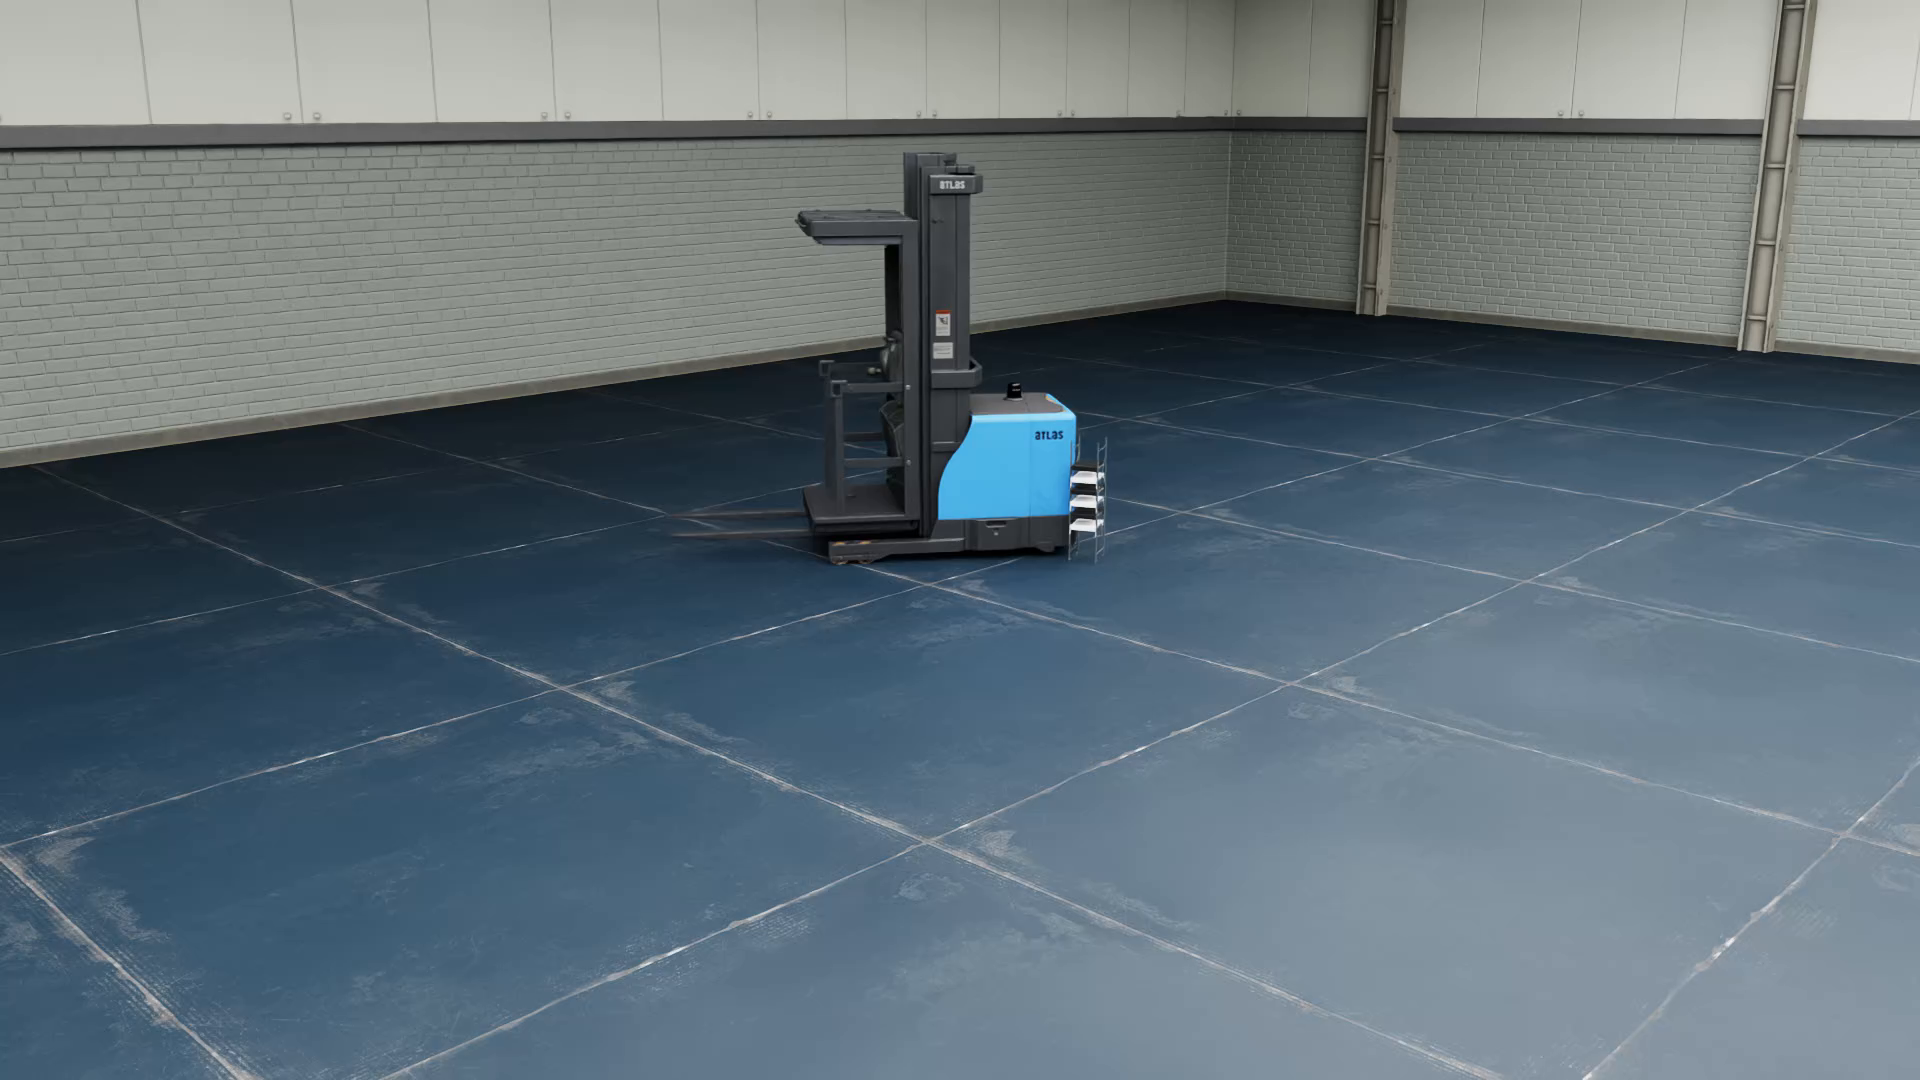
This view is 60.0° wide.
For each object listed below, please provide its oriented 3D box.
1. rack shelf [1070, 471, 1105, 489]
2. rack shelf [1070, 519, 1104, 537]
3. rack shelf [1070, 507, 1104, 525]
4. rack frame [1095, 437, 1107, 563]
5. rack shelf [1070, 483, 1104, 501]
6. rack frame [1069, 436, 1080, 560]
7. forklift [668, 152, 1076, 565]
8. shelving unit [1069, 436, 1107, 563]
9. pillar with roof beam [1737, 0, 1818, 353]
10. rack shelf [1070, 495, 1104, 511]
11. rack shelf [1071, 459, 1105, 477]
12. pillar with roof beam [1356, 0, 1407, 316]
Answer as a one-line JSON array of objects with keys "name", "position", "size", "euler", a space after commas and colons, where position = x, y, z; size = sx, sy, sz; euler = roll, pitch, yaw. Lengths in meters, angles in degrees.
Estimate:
[{"name": "rack shelf", "position": [0.946, -0.445, 12.274], "size": [0.200, 0.077, 0.258], "euler": [5, 15, 19]}, {"name": "rack shelf", "position": [0.946, -0.097, 12.365], "size": [0.200, 0.077, 0.258], "euler": [5, 15, 19]}, {"name": "rack shelf", "position": [0.946, -0.184, 12.343], "size": [0.200, 0.077, 0.258], "euler": [5, 15, 19]}, {"name": "rack frame", "position": [1.041, -0.295, 12.278], "size": [0.006, 0.900, 0.240], "euler": [5, 15, 19]}, {"name": "rack shelf", "position": [0.946, -0.358, 12.297], "size": [0.200, 0.077, 0.258], "euler": [5, 15, 19]}, {"name": "rack frame", "position": [0.850, -0.312, 12.345], "size": [0.006, 0.900, 0.240], "euler": [5, 15, 19]}, {"name": "forklift", "position": [-0.690, -1.377, 12.403], "size": [3.031, 2.935, 1.130], "euler": [-2, 15, -9]}, {"name": "shelving unit", "position": [0.946, -0.303, 12.311], "size": [0.210, 0.900, 0.258], "euler": [5, 15, 19]}, {"name": "pillar with roof beam", "position": [8.015, -6.195, 18.861], "size": [0.400, 9.000, 9.100], "euler": [14, 20, 42]}, {"name": "rack shelf", "position": [0.946, -0.271, 12.320], "size": [0.200, 0.077, 0.258], "euler": [5, 15, 19]}, {"name": "rack shelf", "position": [0.946, -0.532, 12.252], "size": [0.200, 0.077, 0.258], "euler": [5, 15, 19]}, {"name": "pillar with roof beam", "position": [3.695, -7.245, 22.891], "size": [0.400, 9.000, 9.100], "euler": [14, 20, 42]}]
